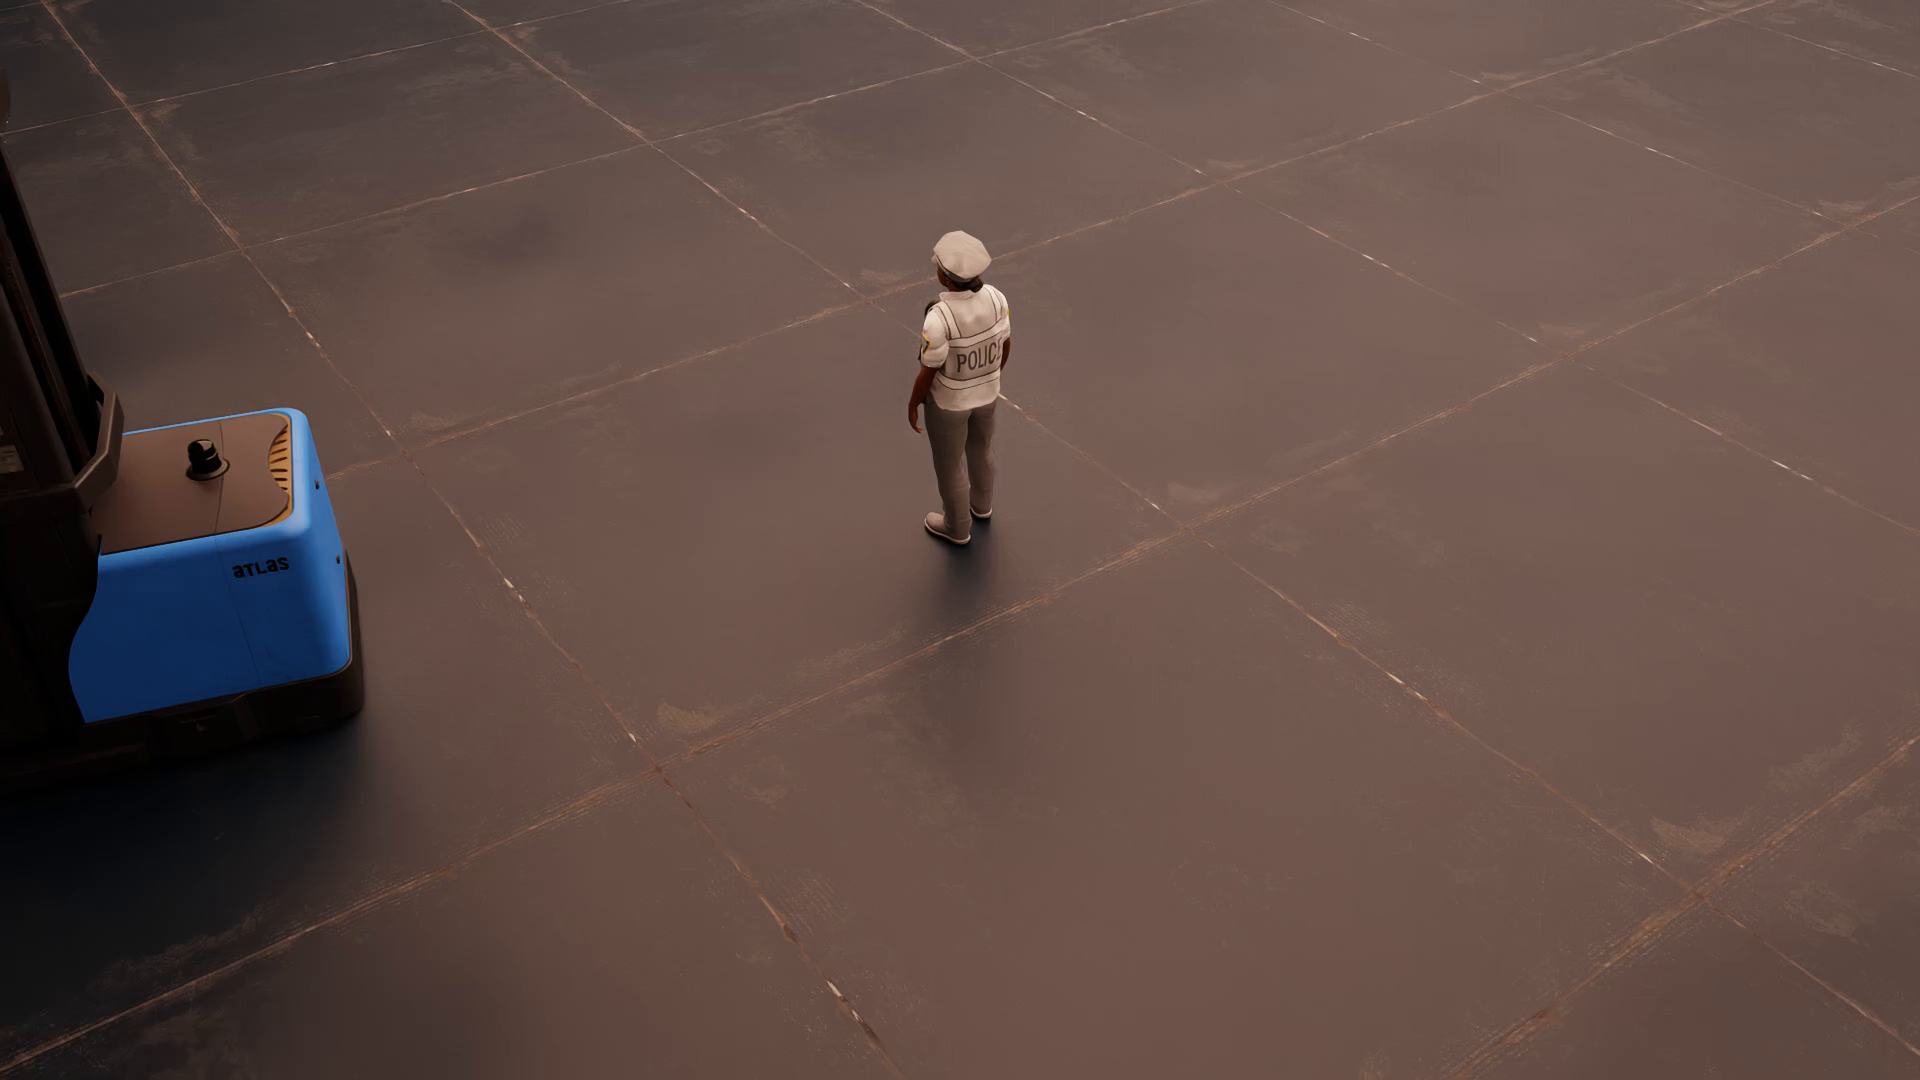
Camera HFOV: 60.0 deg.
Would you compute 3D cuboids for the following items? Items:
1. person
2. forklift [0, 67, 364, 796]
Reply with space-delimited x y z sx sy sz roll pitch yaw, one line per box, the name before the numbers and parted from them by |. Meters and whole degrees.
person | -0.027 -0.730 7.960 0.569 1.695 0.528 -23 42 -28
forklift | -4.201 -0.373 6.449 3.031 2.935 1.130 -11 38 -15
